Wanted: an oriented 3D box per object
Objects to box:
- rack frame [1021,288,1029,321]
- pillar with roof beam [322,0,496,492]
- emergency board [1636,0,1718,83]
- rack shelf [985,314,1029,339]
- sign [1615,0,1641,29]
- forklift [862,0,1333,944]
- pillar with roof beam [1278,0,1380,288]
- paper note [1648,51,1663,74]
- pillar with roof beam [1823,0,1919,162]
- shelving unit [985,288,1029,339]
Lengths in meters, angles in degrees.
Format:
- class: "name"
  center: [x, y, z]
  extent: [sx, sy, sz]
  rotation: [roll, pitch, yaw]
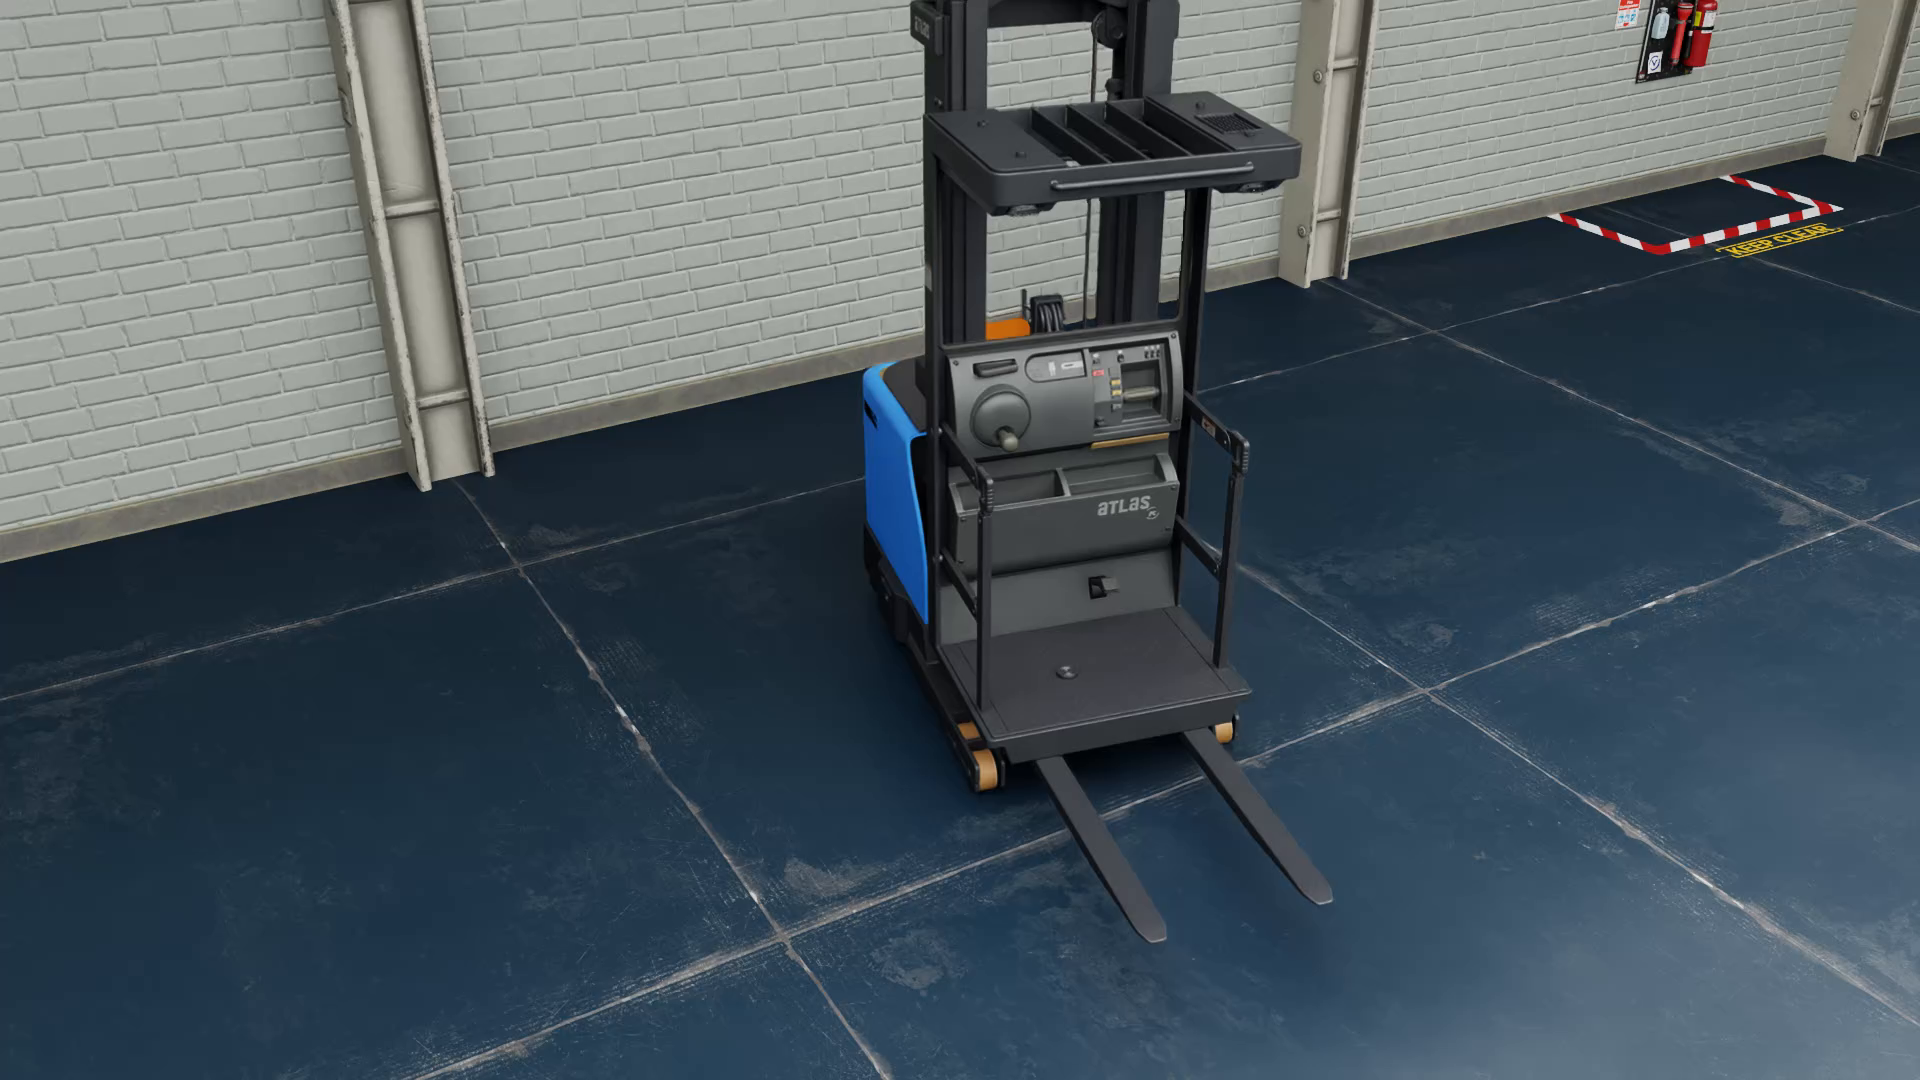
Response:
- class: "rack frame"
  center: [0.357, -0.627, 8.144]
  extent: [0.015, 1.200, 0.240]
  rotation: [-14, 32, -23]
- class: "pillar with roof beam"
  center: [-0.547, -2.511, 3.487]
  extent: [0.400, 9.000, 9.100]
  rotation: [-16, 33, -26]
- class: "emergency board"
  center: [5.468, -4.026, 12.441]
  extent: [0.643, 1.169, 0.194]
  rotation: [-16, 33, -26]
- class: "rack shelf"
  center: [0.139, -0.918, 7.858]
  extent: [0.480, 0.148, 0.258]
  rotation: [-14, 32, -23]
- class: "sign"
  center: [4.939, -3.950, 12.265]
  extent: [0.234, 0.329, 0.001]
  rotation: [-16, 33, -26]
- class: "forklift"
  center: [0.479, -0.522, 6.162]
  extent: [1.130, 2.935, 3.031]
  rotation: [-9, 30, -15]
- class: "pillar with roof beam"
  center: [4.626, -3.980, 6.148]
  extent: [0.400, 9.000, 9.100]
  rotation: [-16, 33, -26]
- class: "paper note"
  center: [5.280, -3.626, 12.628]
  extent: [0.142, 0.148, 0.016]
  rotation: [-16, 33, -26]
- class: "pillar with roof beam"
  center: [9.799, -5.449, 8.809]
  extent: [0.400, 9.000, 9.100]
  rotation: [-16, 33, -26]
- class: "shelving unit"
  center: [0.139, -0.574, 8.048]
  extent: [0.503, 1.200, 0.258]
  rotation: [-14, 32, -23]
